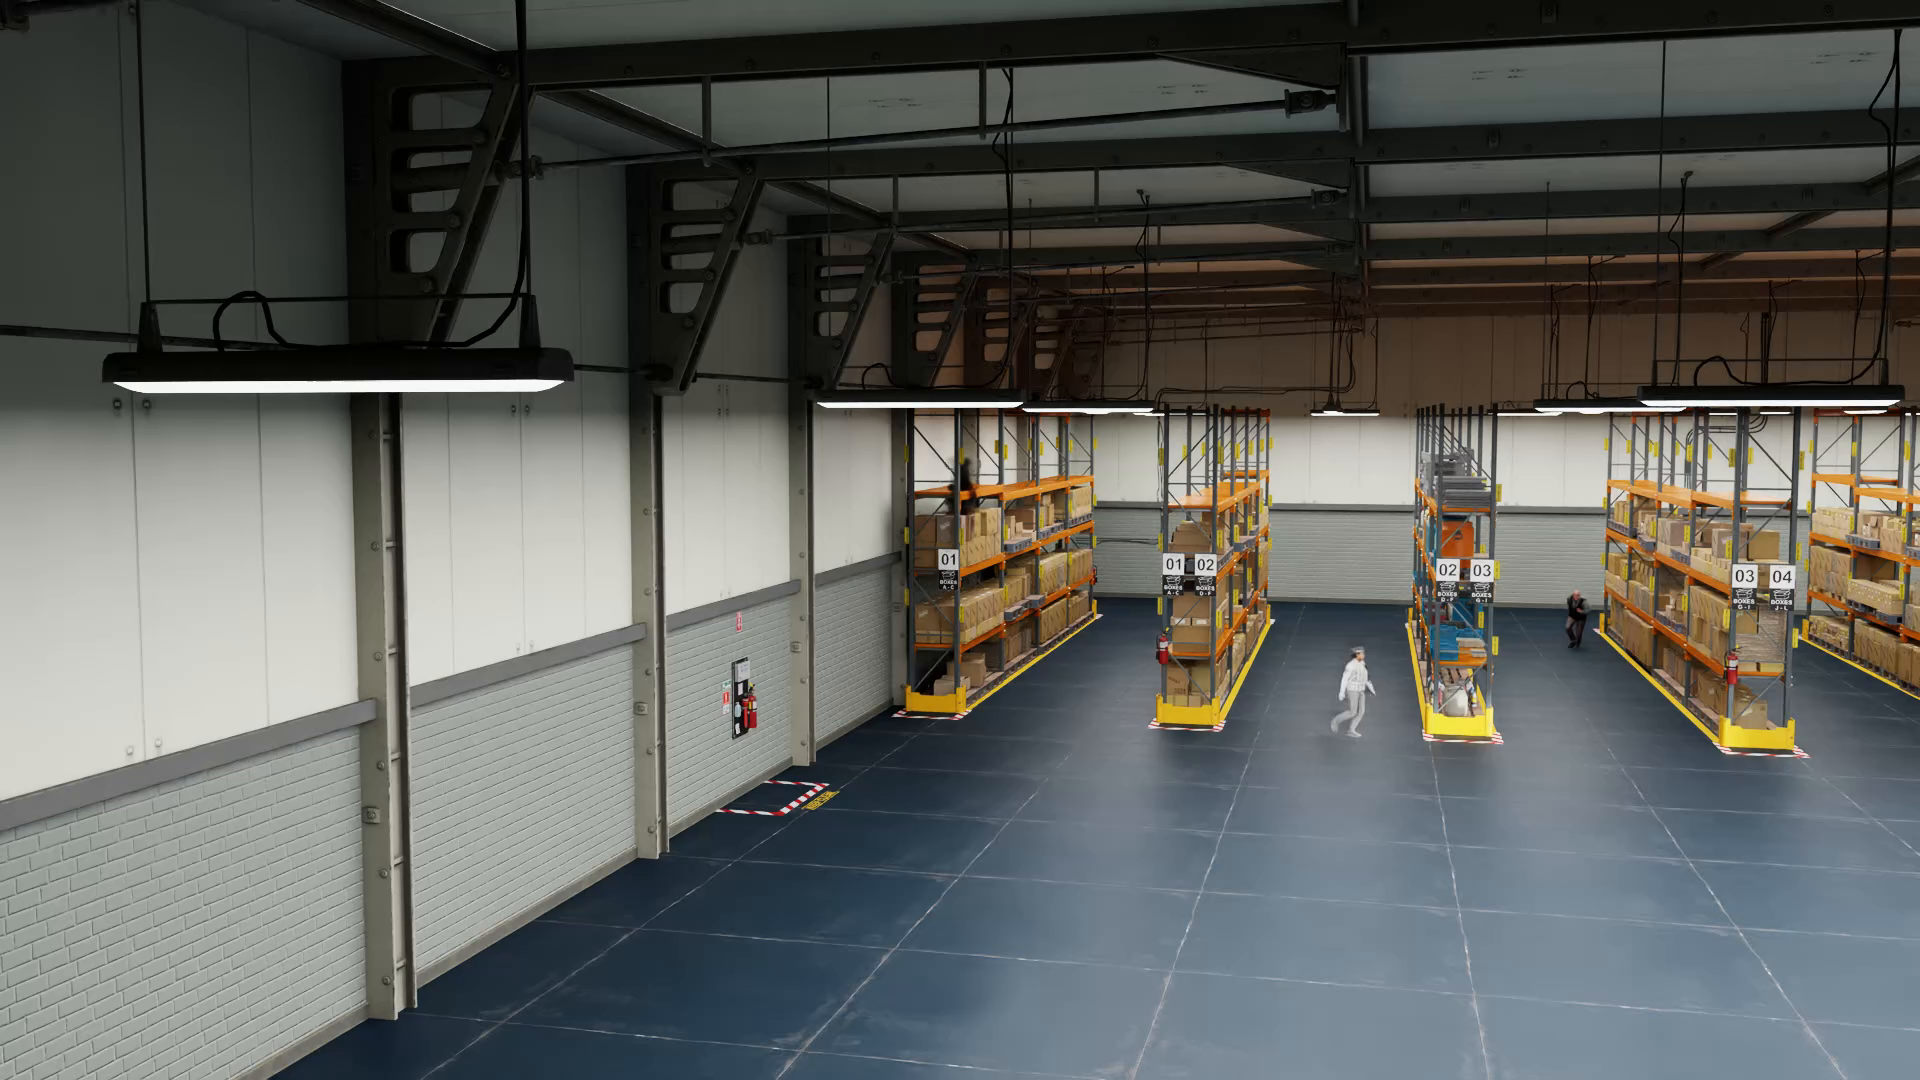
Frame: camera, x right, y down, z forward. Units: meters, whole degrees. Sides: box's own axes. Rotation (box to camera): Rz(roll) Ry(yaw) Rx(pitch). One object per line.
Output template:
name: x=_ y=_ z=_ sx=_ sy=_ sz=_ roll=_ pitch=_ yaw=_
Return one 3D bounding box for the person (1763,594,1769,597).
person: x=21.339 y=1.672 z=43.853 sx=0.691 sy=1.778 sz=0.704 roll=4 pitch=6 yaw=44

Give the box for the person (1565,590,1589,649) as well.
person: x=15.301 y=1.950 z=41.180 sx=0.653 sy=1.492 sz=1.108 roll=3 pitch=5 yaw=34

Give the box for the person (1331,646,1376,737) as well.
person: x=7.067 y=2.719 z=29.954 sx=0.658 sy=1.651 sz=0.639 roll=4 pitch=6 yaw=44
